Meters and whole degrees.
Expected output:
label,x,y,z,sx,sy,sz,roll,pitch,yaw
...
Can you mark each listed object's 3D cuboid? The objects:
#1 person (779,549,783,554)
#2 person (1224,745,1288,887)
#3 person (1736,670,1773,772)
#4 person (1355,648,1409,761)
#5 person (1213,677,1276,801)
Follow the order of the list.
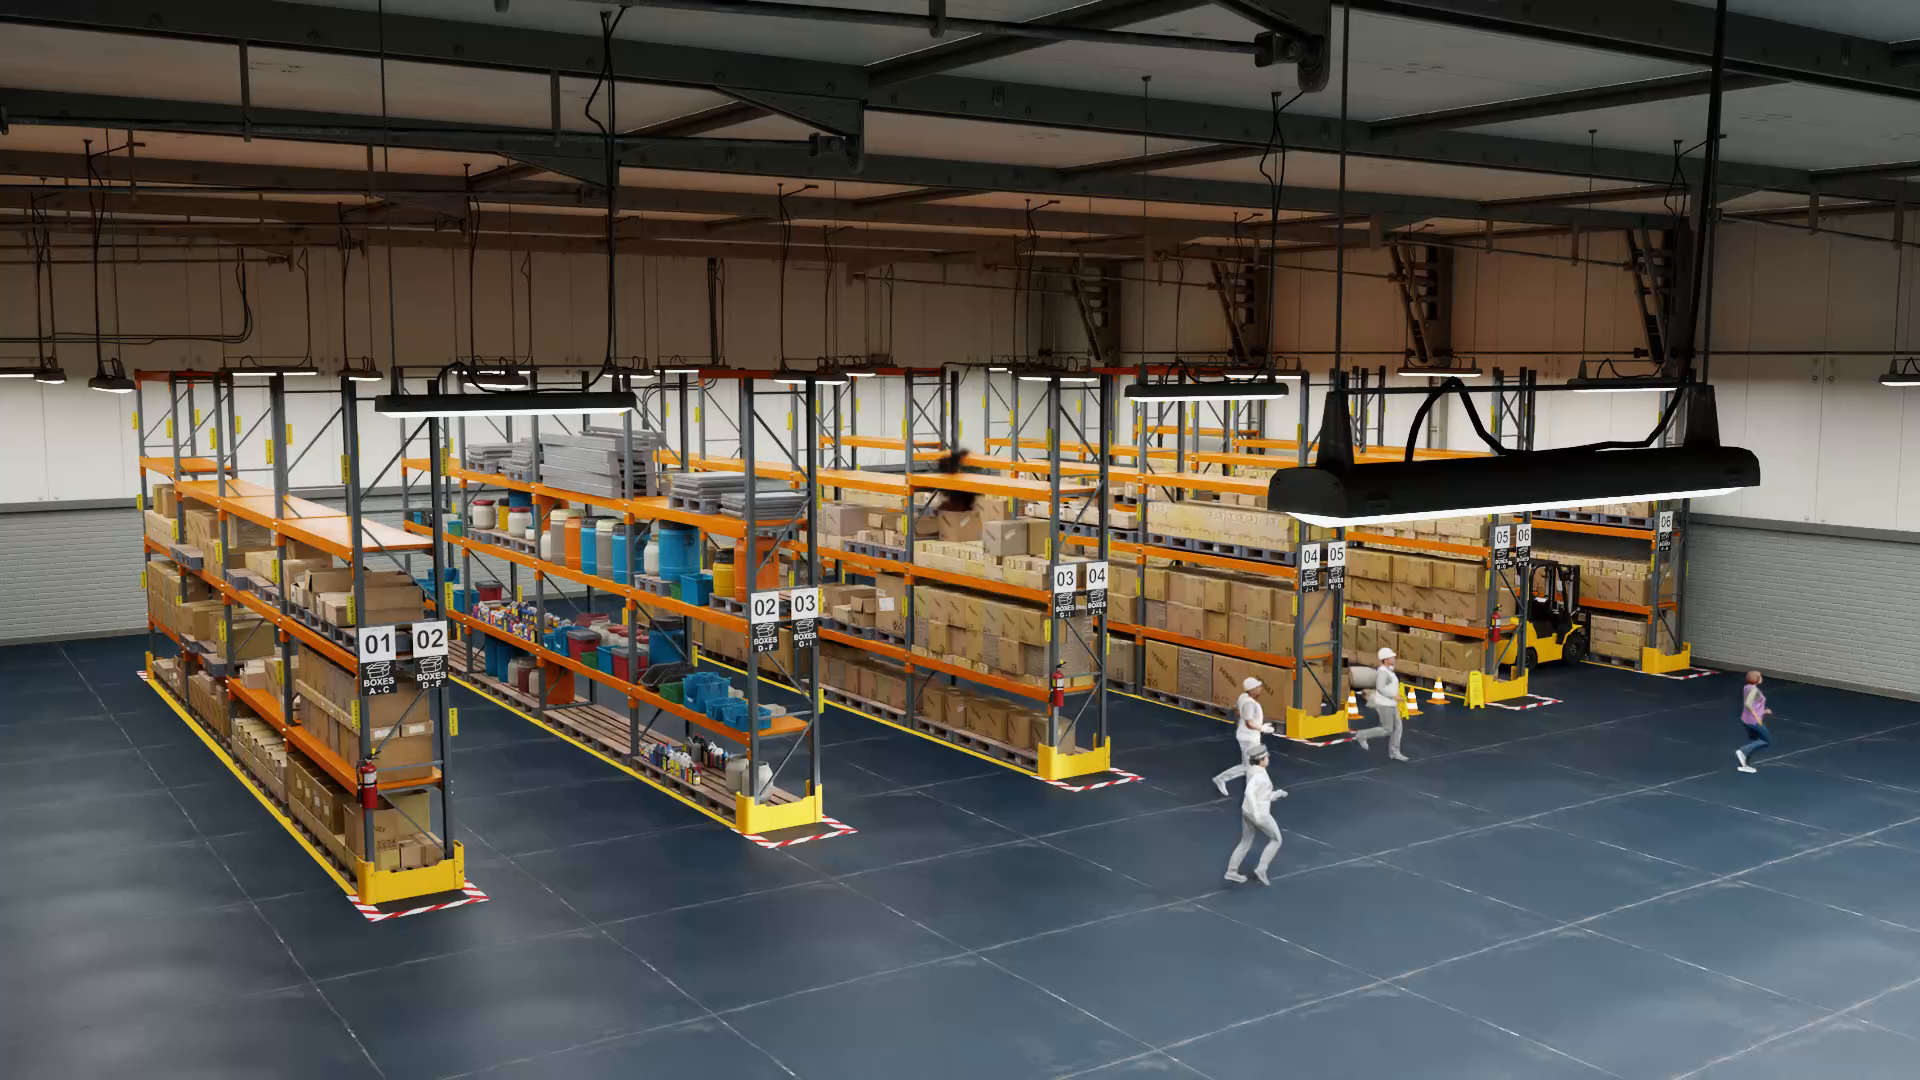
label,x,y,z,sx,sy,sz,roll,pitch,yaw
person,-4.449,1.029,39.777,0.648,1.641,0.564,0,6,3
person,3.532,3.278,19.729,0.783,1.709,0.572,-2,7,-15
person,11.979,2.738,25.059,0.537,1.556,0.534,1,6,7
person,6.606,2.554,25.928,0.823,1.767,0.675,3,7,21
person,4.028,2.815,23.477,0.911,1.779,0.691,0,6,4
